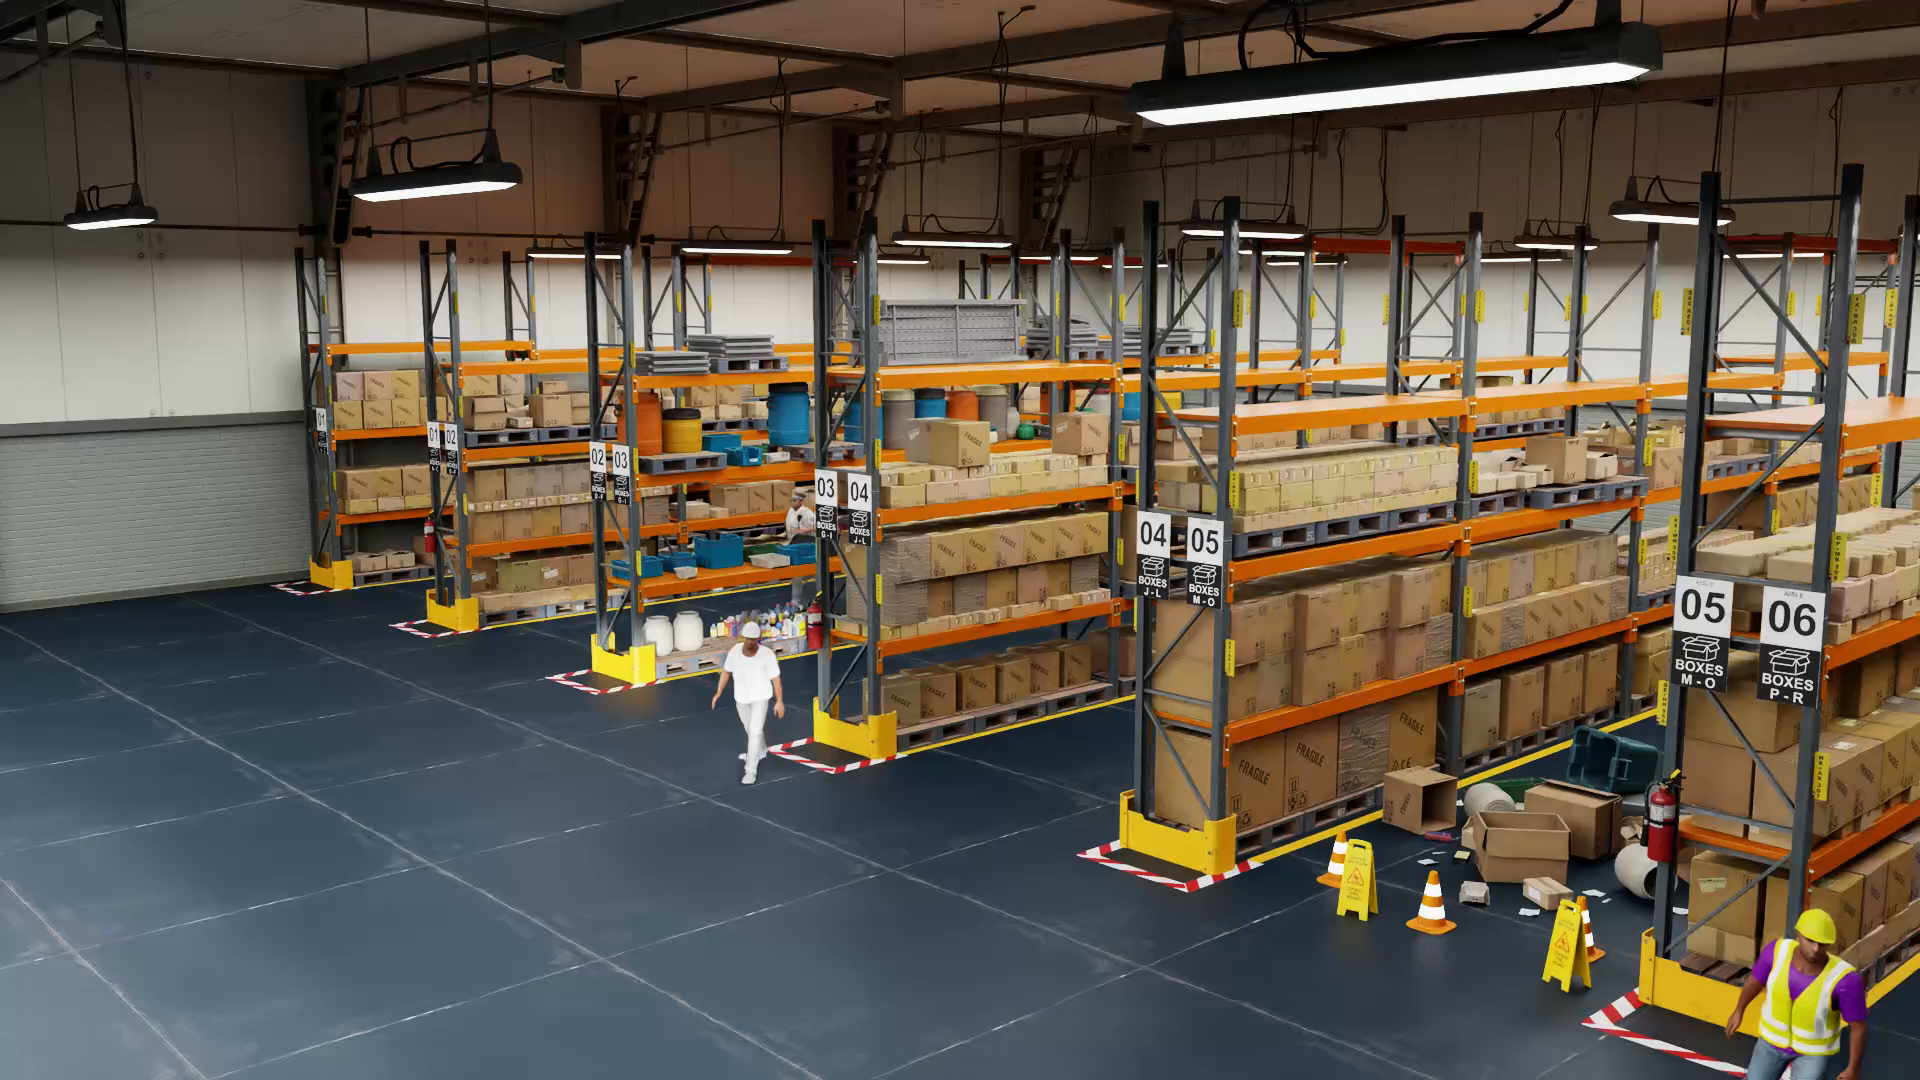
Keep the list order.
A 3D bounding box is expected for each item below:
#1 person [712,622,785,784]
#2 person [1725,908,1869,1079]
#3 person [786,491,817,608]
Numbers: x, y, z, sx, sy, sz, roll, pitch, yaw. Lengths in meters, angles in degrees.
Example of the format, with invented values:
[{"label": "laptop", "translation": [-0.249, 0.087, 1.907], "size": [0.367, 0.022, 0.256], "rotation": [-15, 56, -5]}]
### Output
[{"label": "person", "translation": [-2.250, 1.697, 17.955], "size": [0.717, 1.708, 0.990], "rotation": [3, 9, 19]}, {"label": "person", "translation": [4.912, 2.908, 9.750], "size": [0.777, 1.709, 0.753], "rotation": [7, 11, 41]}, {"label": "person", "translation": [-2.544, 0.148, 26.572], "size": [0.762, 1.890, 0.682], "rotation": [7, 11, 39]}]
